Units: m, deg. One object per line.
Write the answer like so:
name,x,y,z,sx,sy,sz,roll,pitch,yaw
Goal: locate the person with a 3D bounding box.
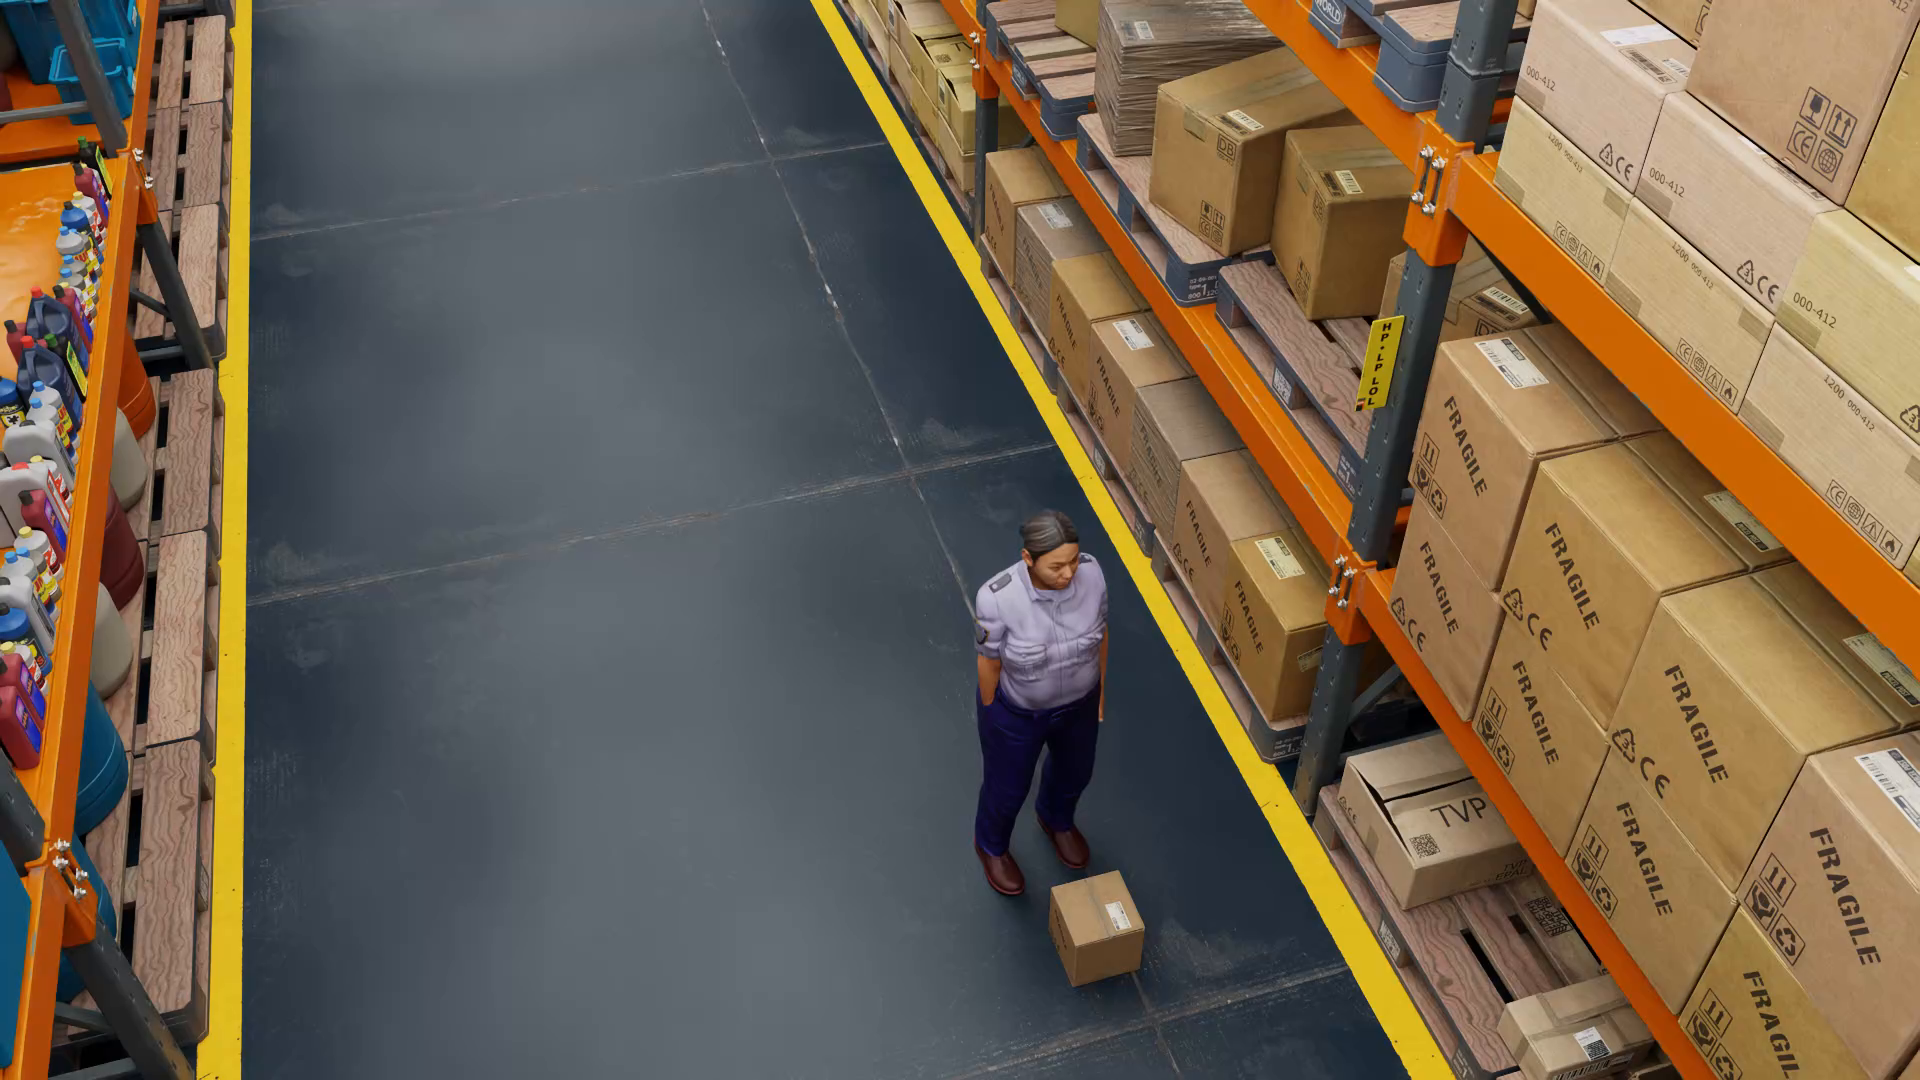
person,0.285,0.547,5.582,0.468,1.648,0.342,-16,45,-17
